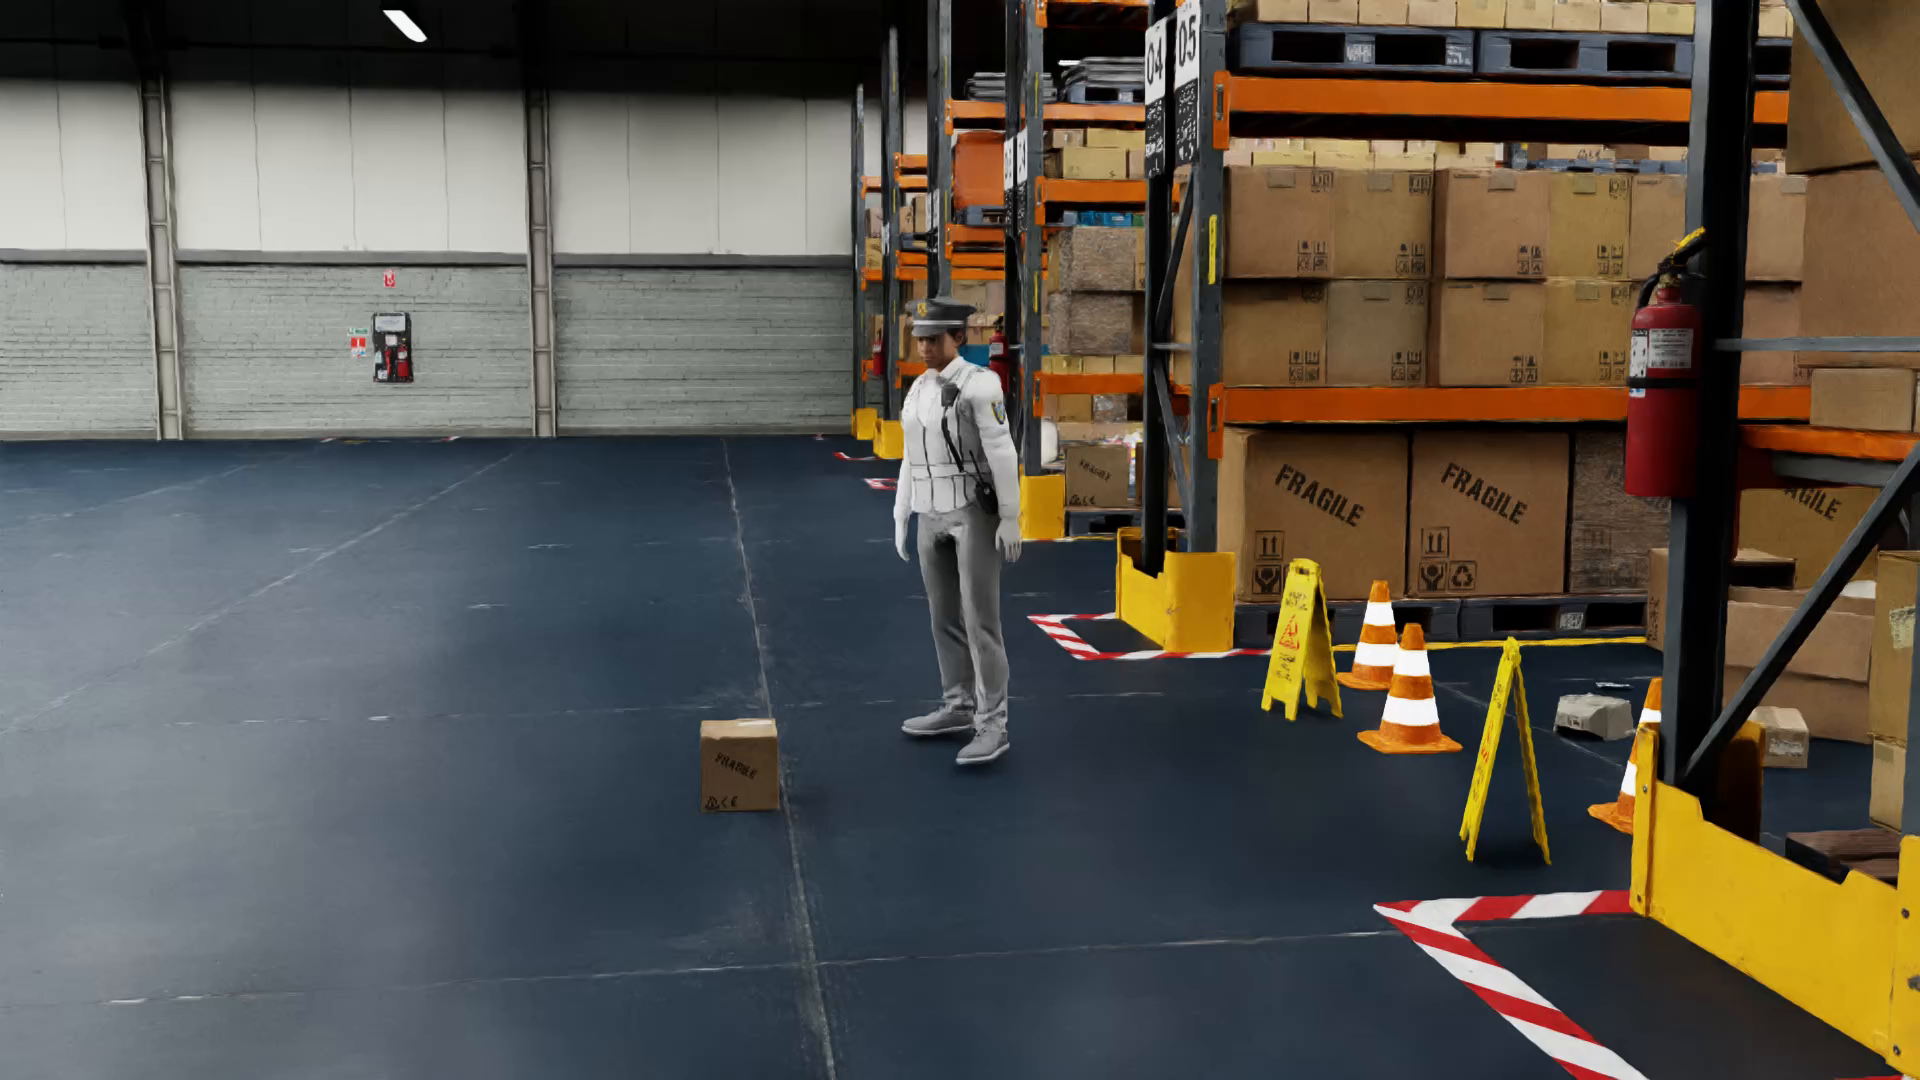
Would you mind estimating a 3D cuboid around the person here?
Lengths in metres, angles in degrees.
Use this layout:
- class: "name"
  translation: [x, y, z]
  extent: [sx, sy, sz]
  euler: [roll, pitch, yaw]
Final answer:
- class: "person"
  translation: [-0.018, -0.055, 6.120]
  extent: [0.462, 1.667, 0.631]
  euler: [-6, 9, -44]
